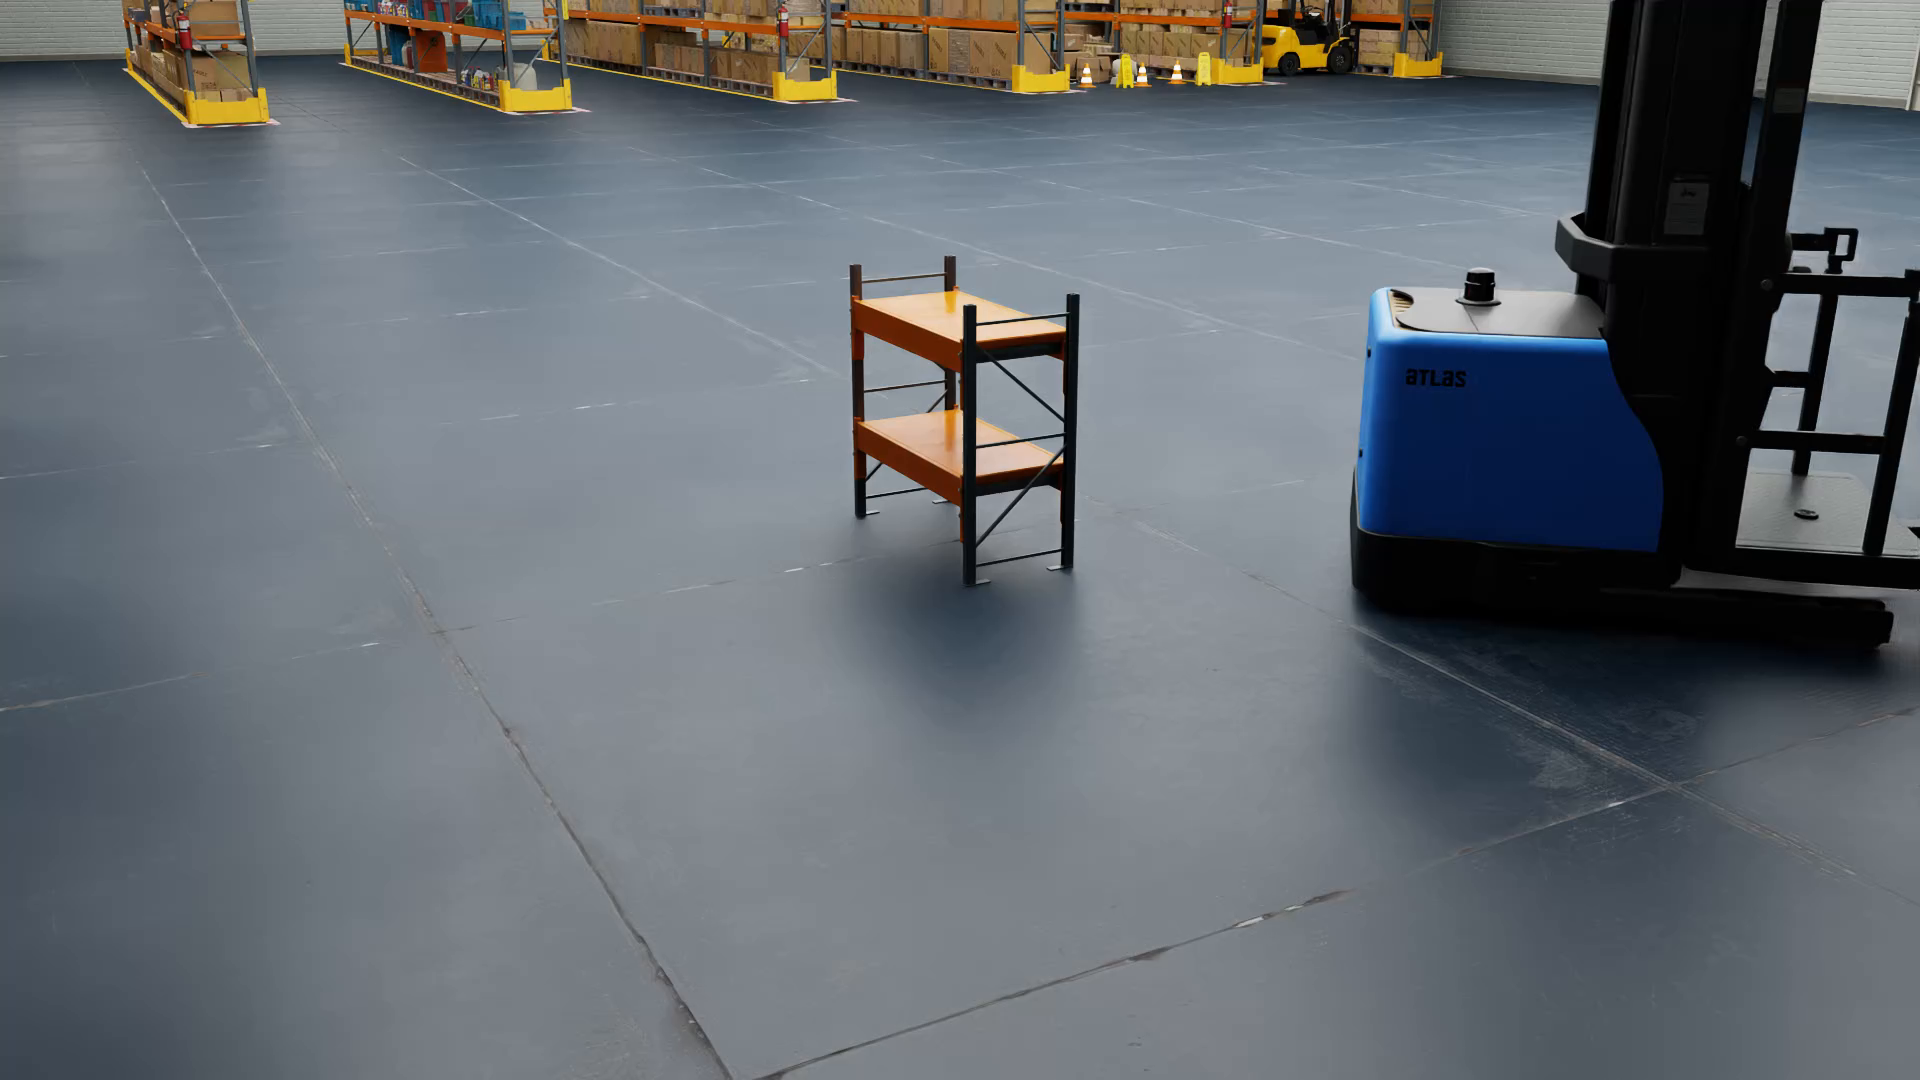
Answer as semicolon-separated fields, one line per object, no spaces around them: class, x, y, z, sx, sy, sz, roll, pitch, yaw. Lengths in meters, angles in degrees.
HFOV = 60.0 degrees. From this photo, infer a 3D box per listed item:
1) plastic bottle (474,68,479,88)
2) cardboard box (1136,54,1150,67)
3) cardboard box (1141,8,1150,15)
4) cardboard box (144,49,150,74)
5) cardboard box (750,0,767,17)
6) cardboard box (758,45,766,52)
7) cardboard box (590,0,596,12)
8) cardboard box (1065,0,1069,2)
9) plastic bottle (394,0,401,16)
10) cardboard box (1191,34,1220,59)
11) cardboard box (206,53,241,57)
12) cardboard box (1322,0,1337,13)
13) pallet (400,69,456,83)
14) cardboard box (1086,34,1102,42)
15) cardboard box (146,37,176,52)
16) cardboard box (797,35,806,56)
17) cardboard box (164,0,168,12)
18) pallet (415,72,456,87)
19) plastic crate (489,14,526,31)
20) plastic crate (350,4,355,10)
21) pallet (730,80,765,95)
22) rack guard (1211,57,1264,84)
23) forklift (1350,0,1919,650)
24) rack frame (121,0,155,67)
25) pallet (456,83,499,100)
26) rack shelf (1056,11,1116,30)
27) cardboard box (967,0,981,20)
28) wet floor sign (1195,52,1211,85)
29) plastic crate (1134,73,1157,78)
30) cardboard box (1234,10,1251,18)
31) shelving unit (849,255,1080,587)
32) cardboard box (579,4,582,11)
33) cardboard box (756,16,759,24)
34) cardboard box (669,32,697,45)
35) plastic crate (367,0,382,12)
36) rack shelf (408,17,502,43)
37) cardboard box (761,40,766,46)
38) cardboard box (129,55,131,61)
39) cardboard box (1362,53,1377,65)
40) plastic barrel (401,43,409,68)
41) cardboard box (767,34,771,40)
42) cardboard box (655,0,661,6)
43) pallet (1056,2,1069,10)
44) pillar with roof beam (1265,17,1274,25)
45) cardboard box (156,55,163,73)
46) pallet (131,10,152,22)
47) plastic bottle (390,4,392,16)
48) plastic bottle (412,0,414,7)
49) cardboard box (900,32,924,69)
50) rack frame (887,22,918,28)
plastic bottle;-8.776;-8.419;30.317;0.144;0.351;0.185;-10;21;-27
cardboard box;4.300;-10.773;37.326;0.500;0.250;0.500;-9;21;-24
cardboard box;4.267;-11.766;37.016;0.380;0.149;0.250;-9;21;-25
cardboard box;-16.497;-9.874;34.306;0.500;0.500;0.500;-11;22;-29
cardboard box;-3.408;-10.029;30.988;0.875;0.500;0.500;-10;21;-27
cardboard box;-5.091;-12.946;43.777;0.380;0.149;0.250;-10;21;-27
cardboard box;-8.528;-12.875;39.693;0.500;0.500;0.500;-10;21;-26
cardboard box;2.744;-12.957;39.824;0.380;0.149;0.250;-9;21;-25
plastic bottle;-12.135;-11.490;35.908;0.144;0.351;0.185;-10;21;-27
cardboard box;5.284;-10.532;35.476;0.500;0.500;0.500;-10;21;-26
cardboard box;-12.094;-7.747;27.406;0.500;0.500;0.500;-10;21;-27
cardboard box;8.845;-12.595;38.879;0.500;0.500;0.500;-10;22;-27
pallet;-11.397;-9.985;35.745;1.003;0.211;1.213;-10;21;-27
cardboard box;3.869;-14.427;47.890;0.396;0.266;0.258;-9;21;-25
cardboard box;-16.028;-9.946;33.364;0.500;0.250;0.500;-9;21;-25
cardboard box;-3.743;-12.350;41.512;0.500;0.500;0.500;-9;21;-24
cardboard box;-14.535;-9.885;31.028;0.500;0.500;0.500;-11;22;-30
pallet;-10.652;-9.537;34.446;1.003;0.211;1.213;-10;21;-27
plastic crate;-7.688;-8.814;28.304;0.499;0.251;0.616;-10;21;-27
plastic crate;-14.555;-12.862;40.120;0.250;0.136;0.298;-10;21;-27
pallet;-3.794;-8.846;32.444;1.003;0.211;1.213;-10;21;-27
rack guard;5.858;-9.929;35.140;1.175;0.500;0.348;-10;21;-27
forklift;3.083;-1.180;6.057;3.031;2.935;1.130;4;19;11
rack frame;-19.145;-12.614;39.088;1.000;3.000;0.127;-10;21;-27
pallet;-8.804;-8.418;31.203;1.003;0.211;1.213;-10;21;-27
rack shelf;3.045;-12.471;39.778;1.077;0.370;4.000;-10;21;-27
cardboard box;0.645;-10.944;34.019;0.875;0.550;0.500;-10;21;-27
wet floor sign;5.042;-9.756;34.415;0.267;0.644;0.232;-3;19;-8
plastic crate;4.018;-10.280;36.799;0.583;0.080;0.402;16;25;39
cardboard box;5.915;-11.100;35.086;0.380;0.149;0.250;-10;21;-26
shelving unit;-0.003;-0.534;6.954;0.538;1.125;1.048;-10;21;-27
cardboard box;-9.082;-12.991;40.566;0.380;0.149;0.250;-10;21;-26
cardboard box;-3.614;-9.773;31.241;0.380;0.149;0.250;-10;21;-27
cardboard box;-6.021;-10.893;36.109;0.500;0.250;0.500;-7;20;-21
plastic crate;-13.407;-12.334;38.209;0.392;0.384;0.575;-10;21;-27
rack shelf;-10.036;-10.169;33.106;1.077;0.370;4.000;-10;21;-27
cardboard box;-4.996;-13.078;43.704;0.380;0.149;0.250;-9;21;-25
cardboard box;-19.249;-11.301;38.979;0.380;0.149;0.250;-10;21;-27
cardboard box;9.531;-10.988;37.948;0.500;0.250;0.500;-10;21;-27
plastic barrel;-12.116;-10.716;36.759;0.421;0.512;0.421;0;19;0
cardboard box;-4.792;-13.070;43.224;0.380;0.149;0.250;-10;22;-27
cardboard box;-6.335;-11.948;36.360;0.500;0.500;0.500;-13;23;-33
pallet;2.527;-13.107;40.811;1.213;0.211;1.003;-10;21;-27
pillar with roof beam;4.085;-16.090;39.965;9.100;9.000;0.400;-10;21;-27
cardboard box;-14.615;-8.842;30.868;0.500;0.311;0.500;-10;22;-27
pallet;-15.730;-10.410;32.996;1.213;0.211;1.003;-10;21;-27
plastic bottle;-12.373;-11.581;36.292;0.097;0.271;0.097;0;19;0
plastic bottle;-12.200;-11.920;37.152;0.144;0.351;0.185;-10;21;-27
cardboard box;-0.688;-10.741;36.465;1.050;0.750;0.750;-10;21;-27
rack frame;-1.704;-15.682;47.980;1.000;3.000;0.127;-10;21;-27
